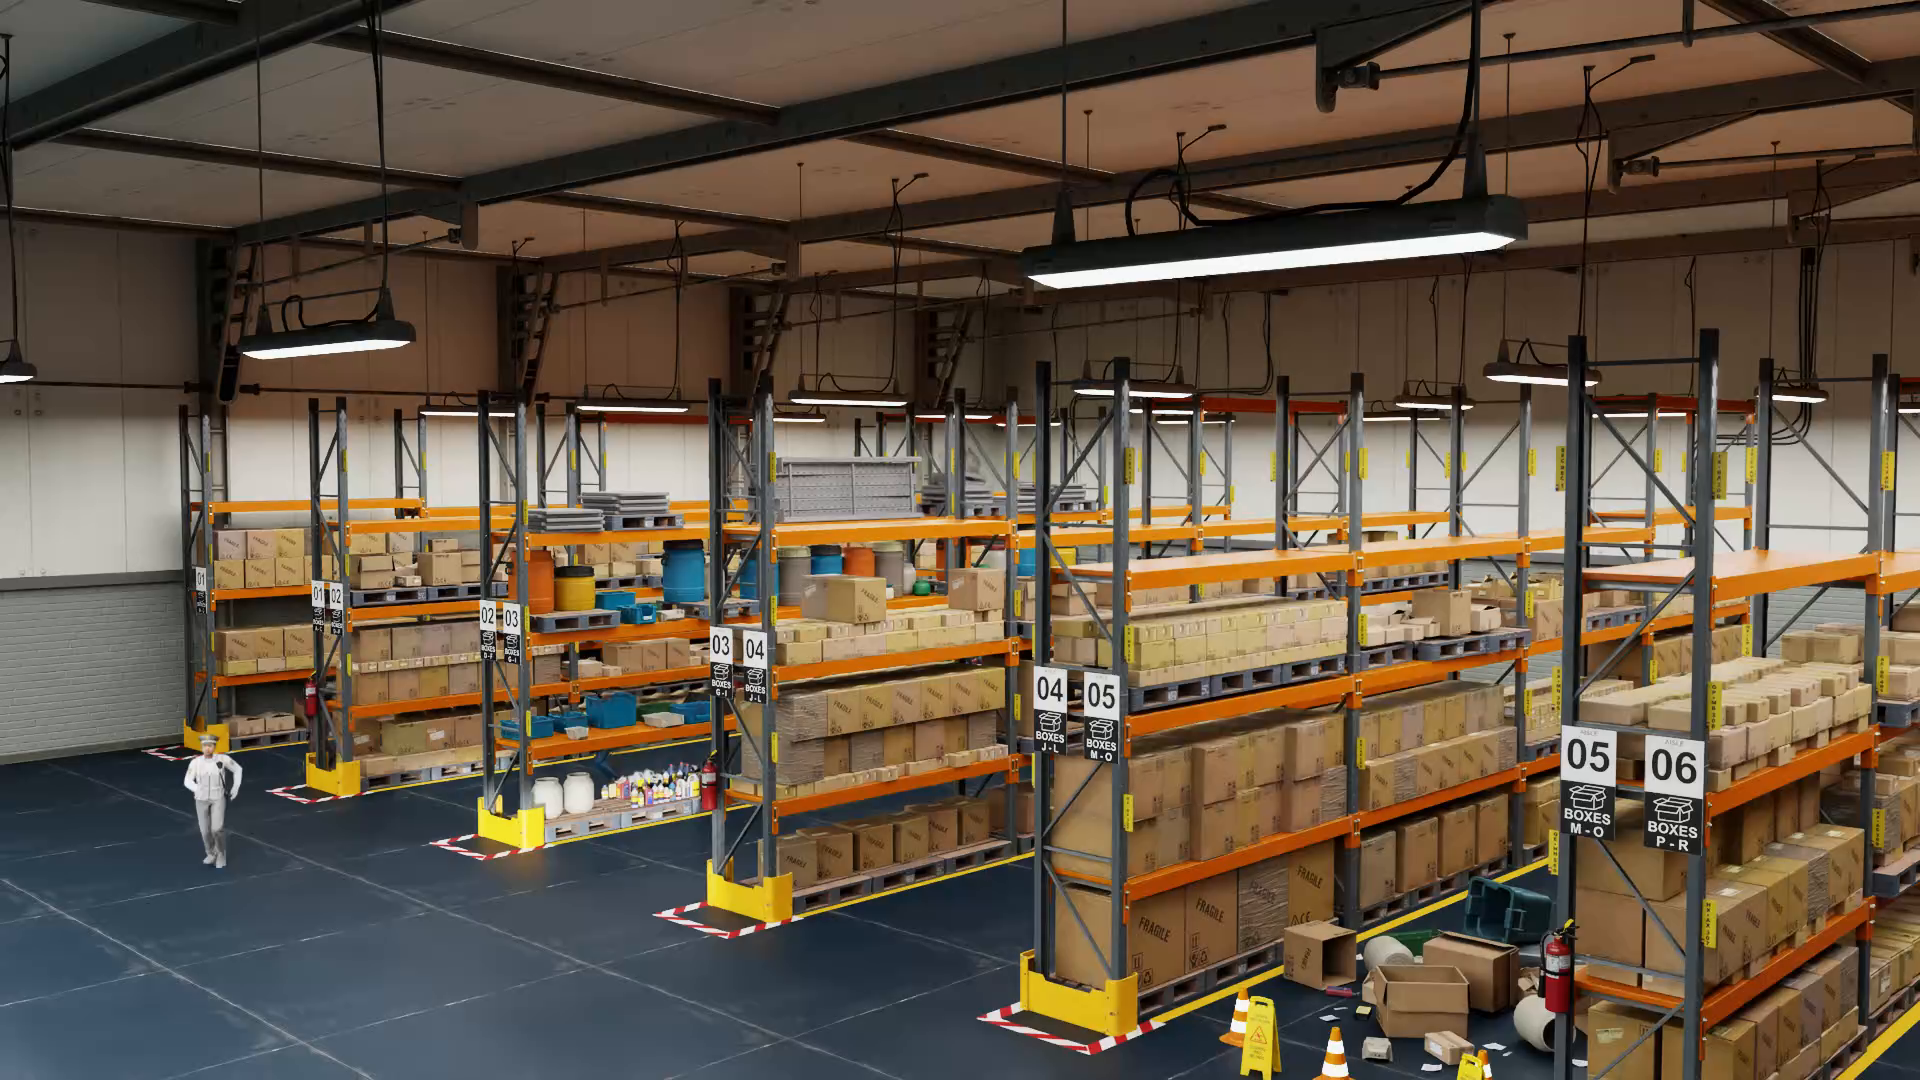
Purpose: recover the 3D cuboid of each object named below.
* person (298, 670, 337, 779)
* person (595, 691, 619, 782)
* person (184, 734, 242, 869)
[{"bbox_3d":[-10.277,2.856,26.689,0.664,1.664,0.839,2,3,28],"label":"person"},{"bbox_3d":[-5.353,3.055,24.973,0.512,1.561,0.593,3,4,42],"label":"person"},{"bbox_3d":[-9.269,3.248,20.619,0.632,1.717,0.675,-1,3,-16],"label":"person"}]
